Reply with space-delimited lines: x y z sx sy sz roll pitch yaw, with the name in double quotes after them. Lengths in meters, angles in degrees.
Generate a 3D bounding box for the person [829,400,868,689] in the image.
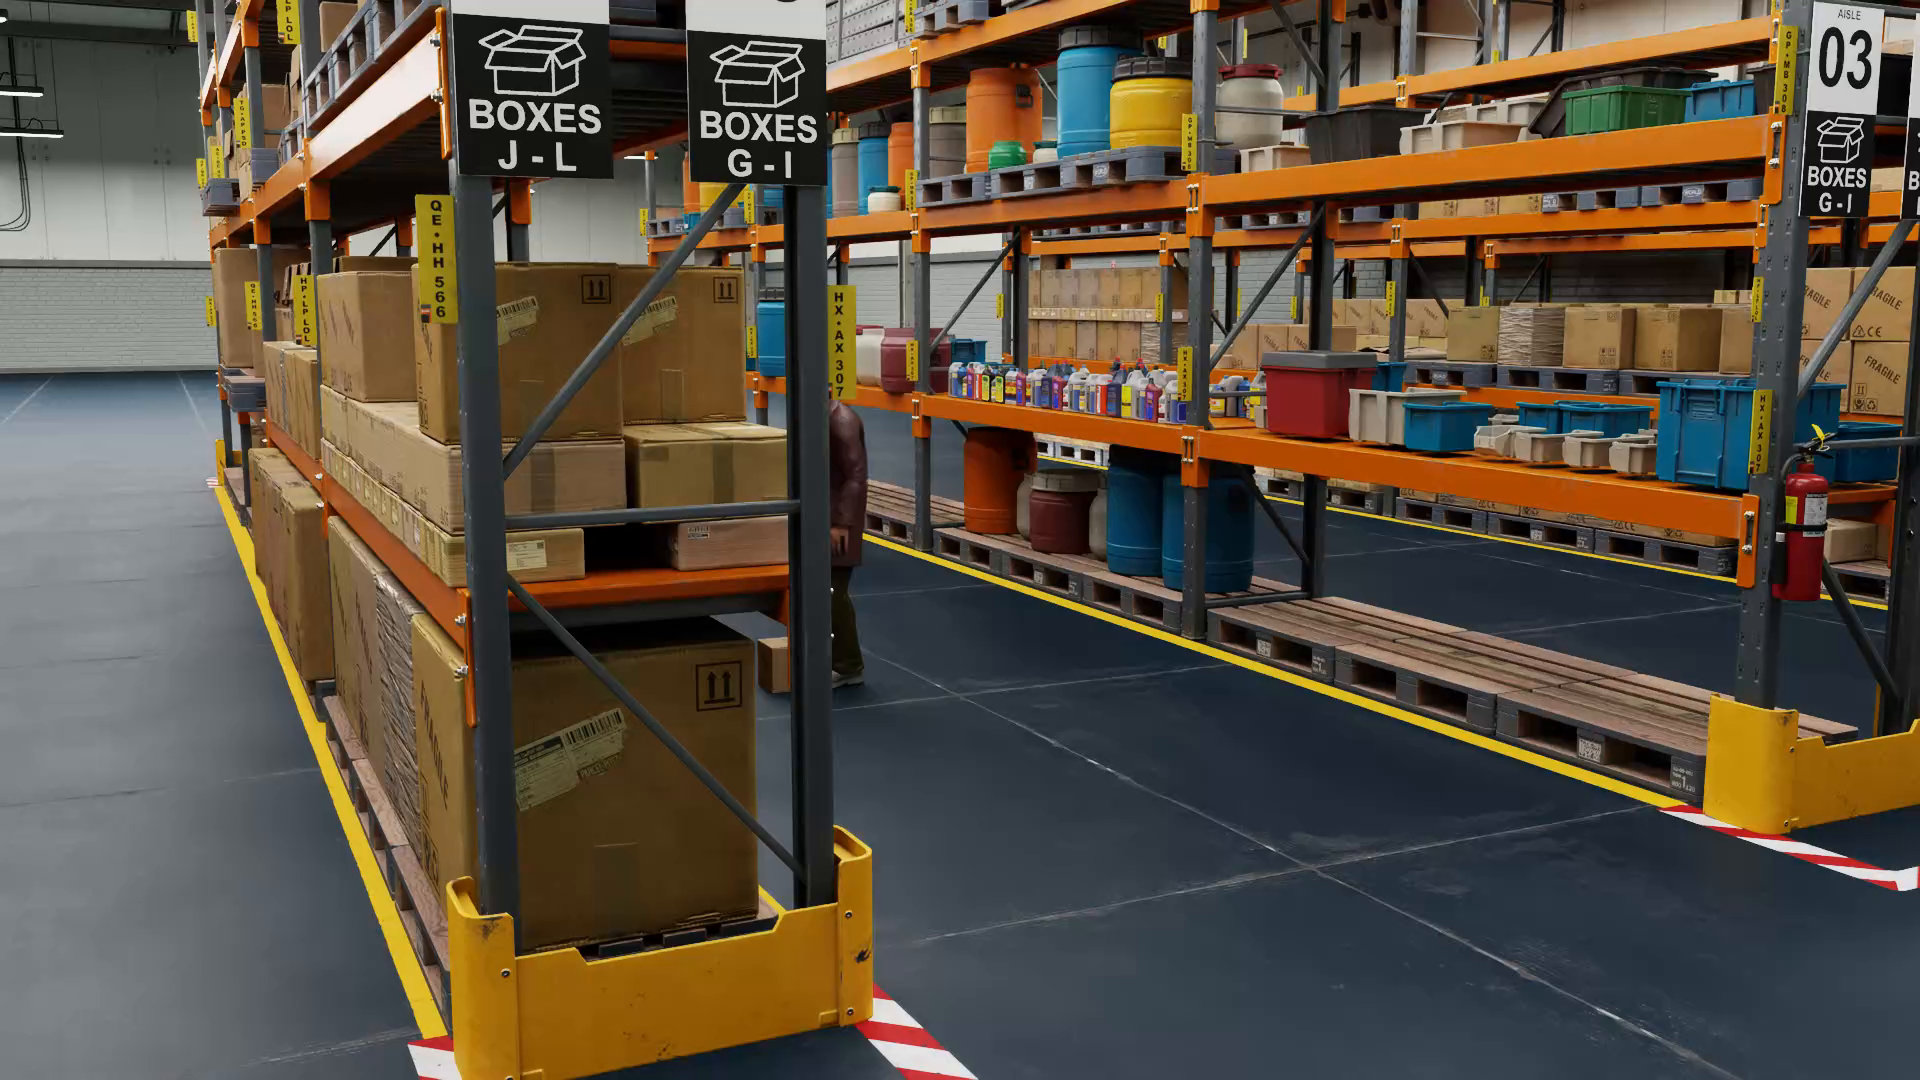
-0.724 -0.097 9.050 0.428 1.773 0.641 -4 9 -26 "person"
